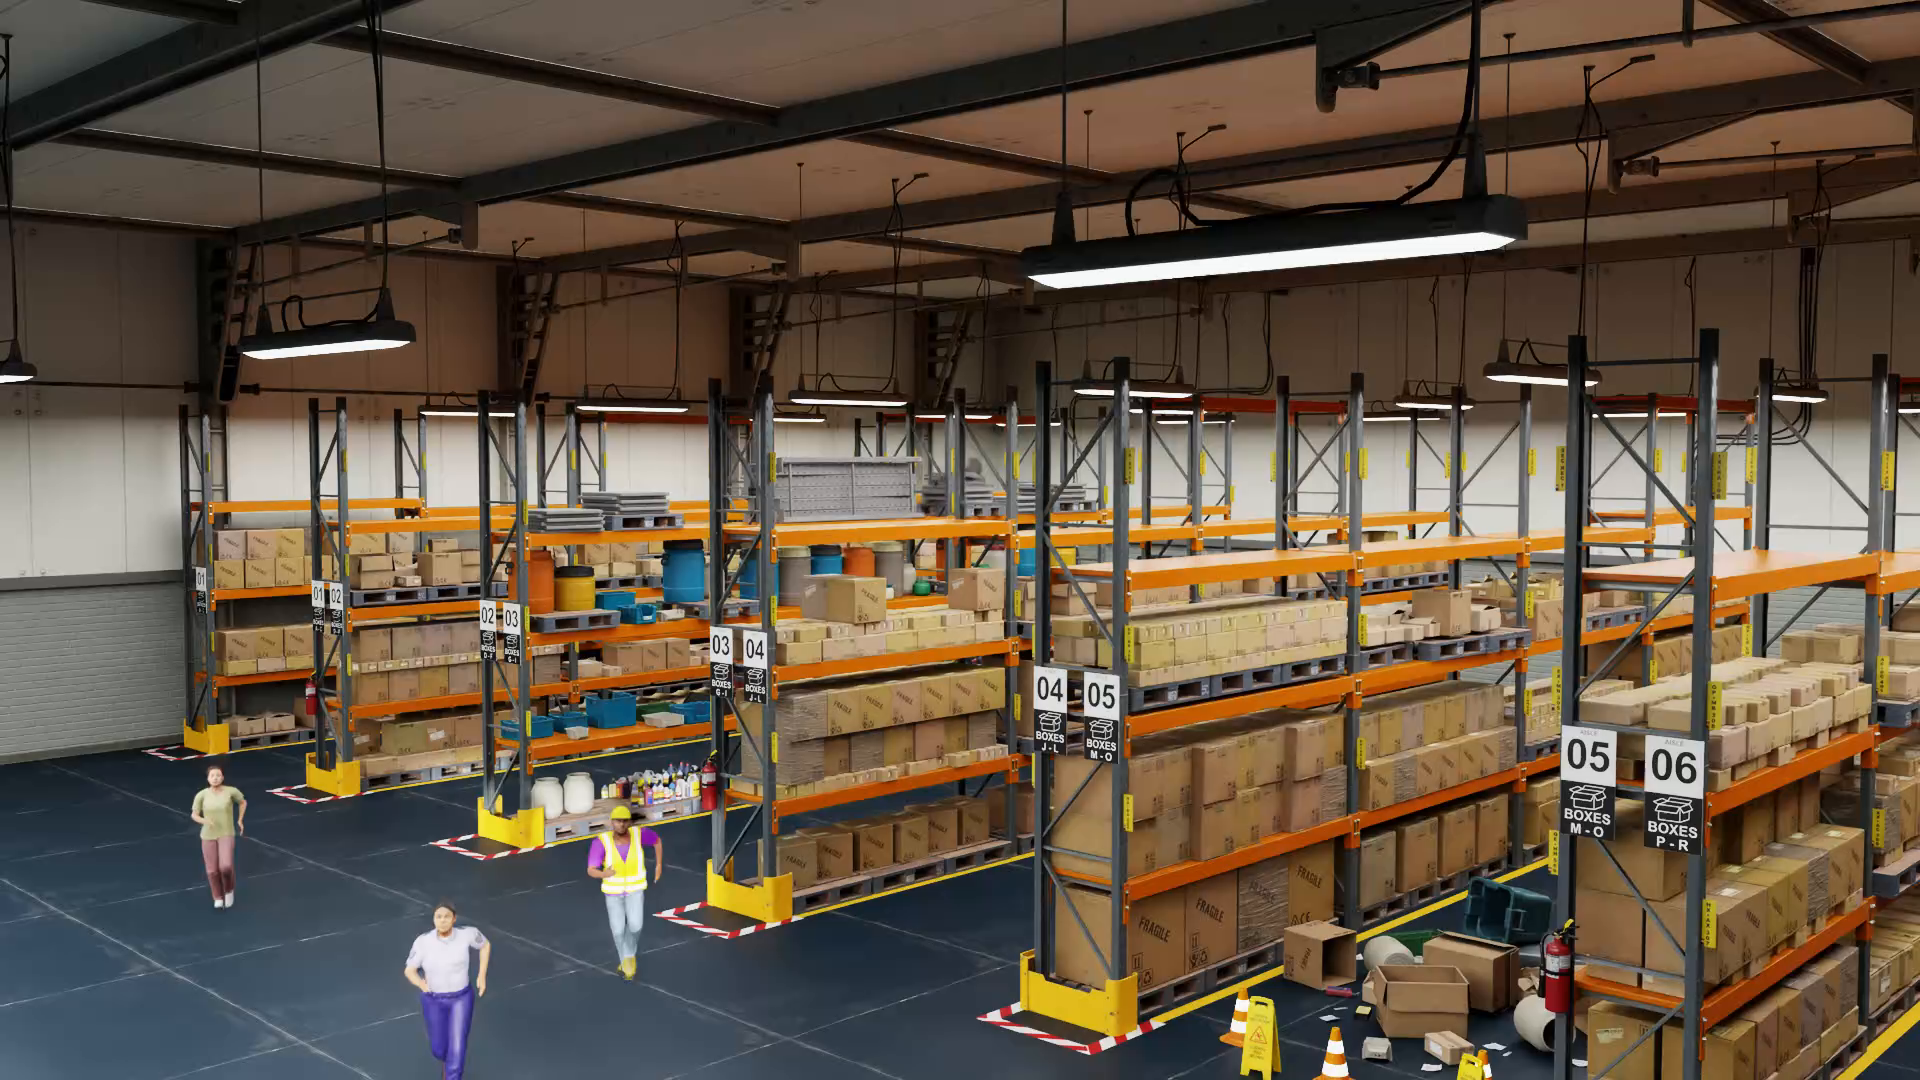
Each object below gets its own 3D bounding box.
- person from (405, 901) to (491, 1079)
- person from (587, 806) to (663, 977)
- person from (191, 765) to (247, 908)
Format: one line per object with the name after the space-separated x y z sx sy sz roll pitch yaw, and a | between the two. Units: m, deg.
-4.043 3.673 13.144 0.636 1.692 0.894 -1 3 -12 | person
-3.257 3.421 16.217 0.739 1.710 0.776 -1 3 -14 | person
-8.330 3.343 18.686 0.556 1.635 0.616 -1 3 -19 | person
